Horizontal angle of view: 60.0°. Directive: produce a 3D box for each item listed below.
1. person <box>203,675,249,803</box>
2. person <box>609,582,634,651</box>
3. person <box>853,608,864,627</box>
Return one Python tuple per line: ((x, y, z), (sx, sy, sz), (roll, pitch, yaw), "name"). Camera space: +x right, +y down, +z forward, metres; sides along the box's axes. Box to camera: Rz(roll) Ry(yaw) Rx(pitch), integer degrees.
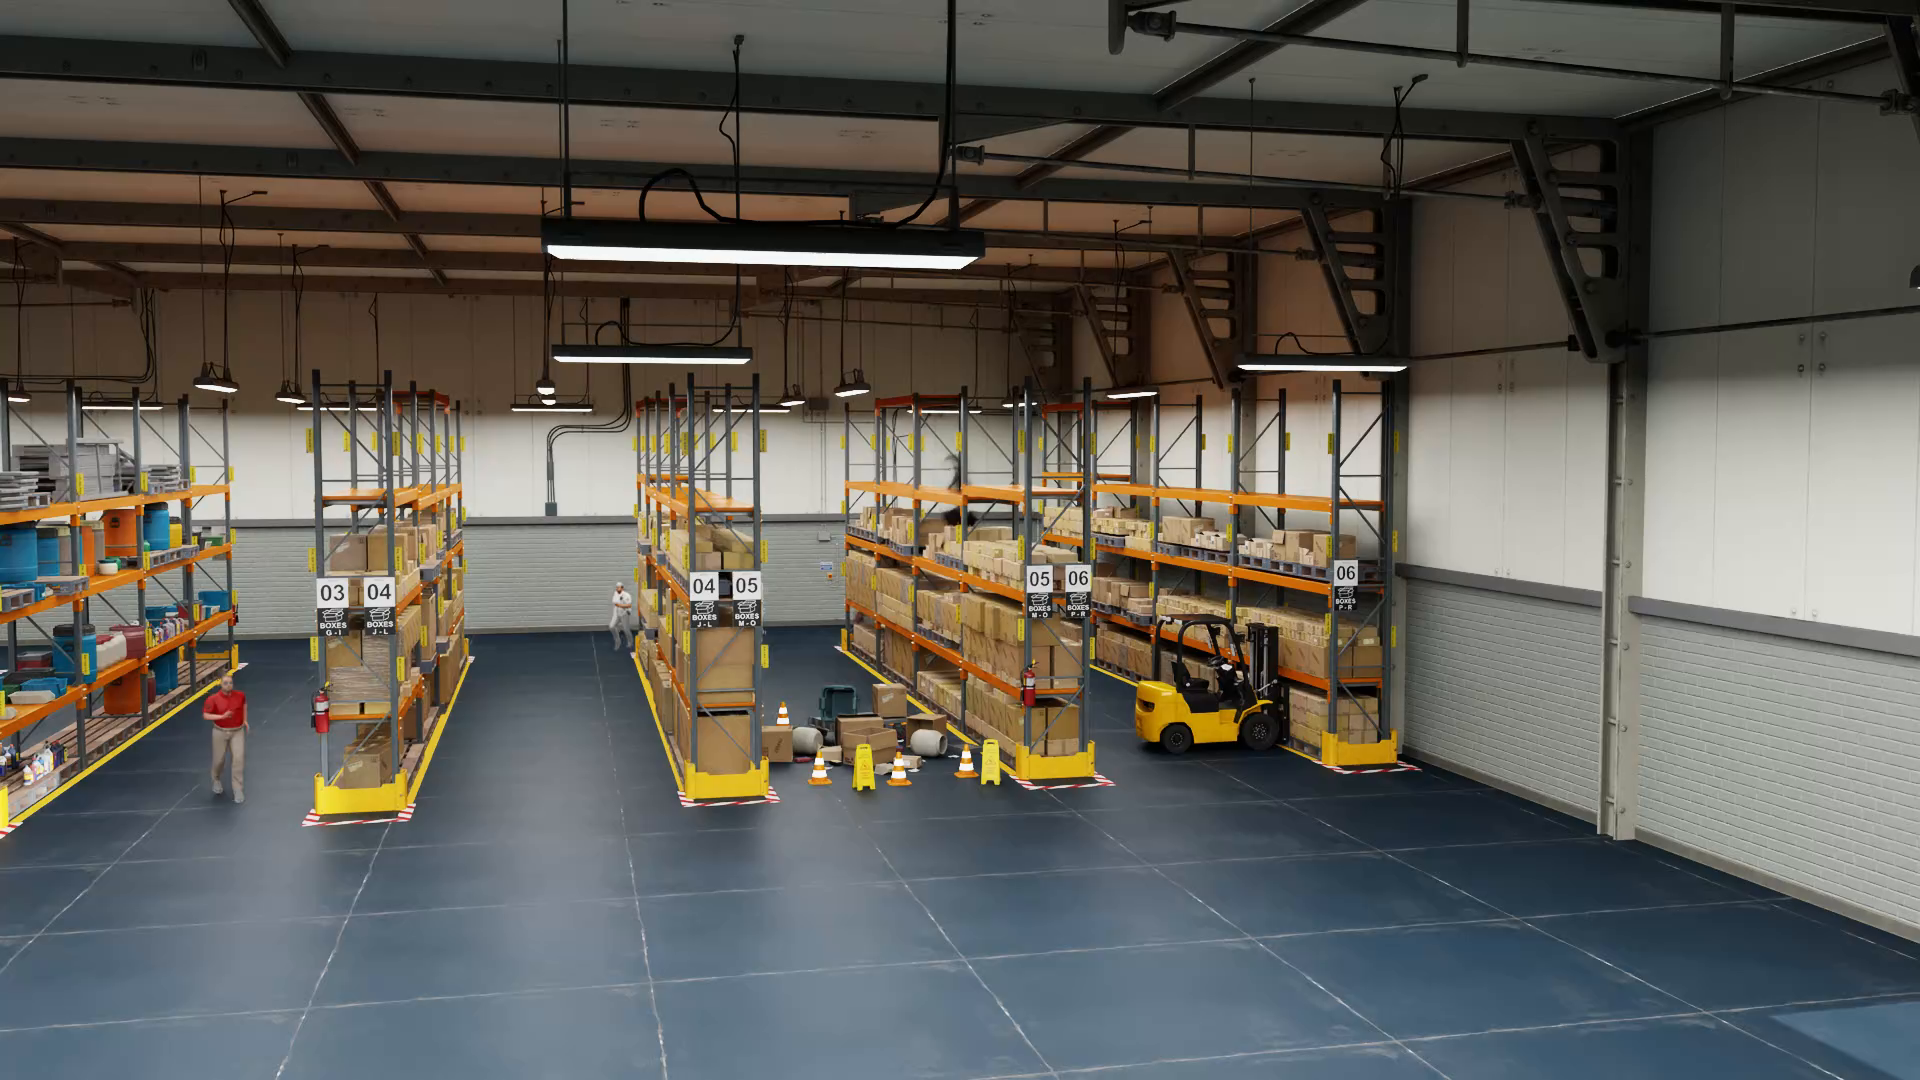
((-10.336, 2.764, 23.441), (0.650, 1.746, 0.959), (-3, 4, -37), "person")
((-8.200, 1.854, 40.360), (0.628, 1.687, 0.795), (1, 4, 24), "person")
((-2.379, 1.796, 41.528), (0.705, 1.673, 0.589), (1, 3, 11), "person")
